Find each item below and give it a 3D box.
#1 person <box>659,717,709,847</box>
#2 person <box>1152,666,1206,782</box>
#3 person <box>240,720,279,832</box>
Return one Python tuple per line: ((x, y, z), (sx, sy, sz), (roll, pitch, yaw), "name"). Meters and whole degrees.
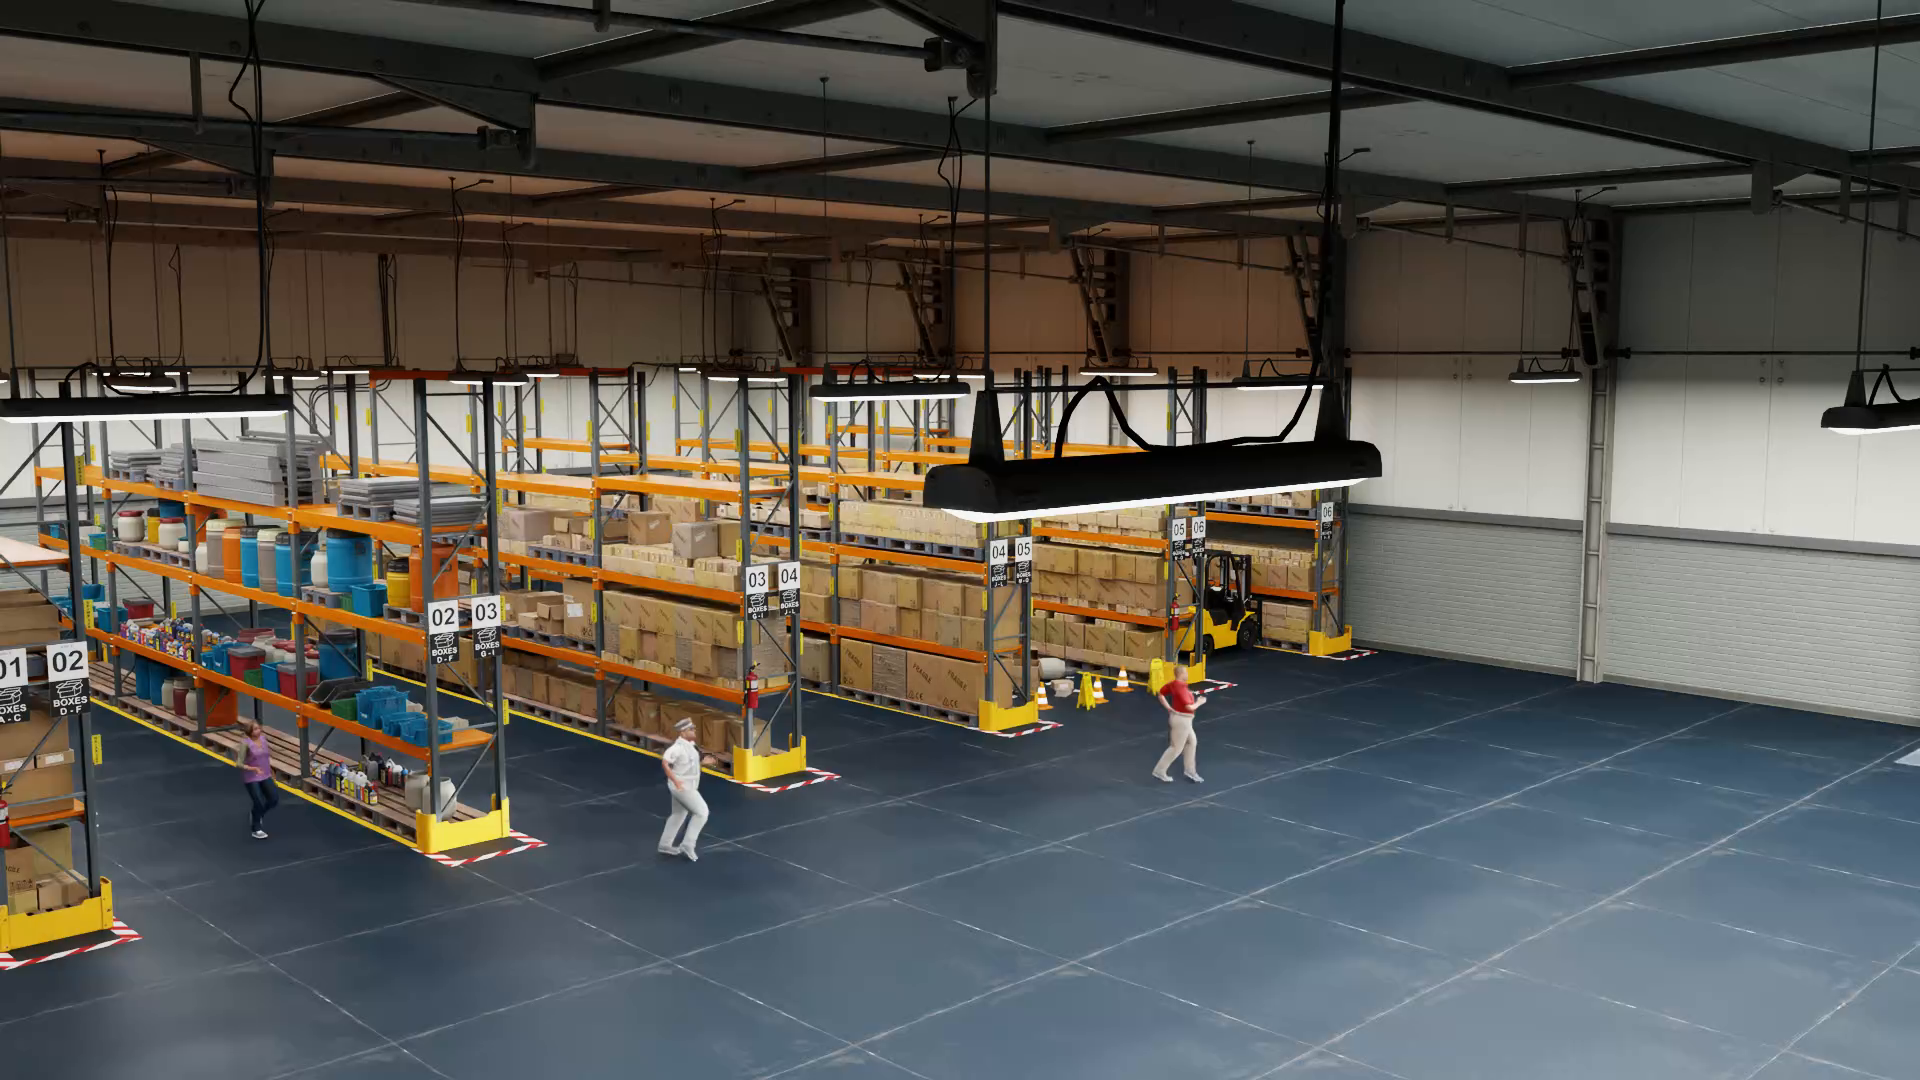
((-3.476, 3.029, 20.858), (0.629, 1.651, 0.457), (-1, 7, -10), "person")
((3.211, 2.725, 24.386), (0.824, 1.790, 0.640), (-1, 6, -6), "person")
((-9.116, 3.083, 21.637), (0.517, 1.481, 0.492), (4, 8, 31), "person")
